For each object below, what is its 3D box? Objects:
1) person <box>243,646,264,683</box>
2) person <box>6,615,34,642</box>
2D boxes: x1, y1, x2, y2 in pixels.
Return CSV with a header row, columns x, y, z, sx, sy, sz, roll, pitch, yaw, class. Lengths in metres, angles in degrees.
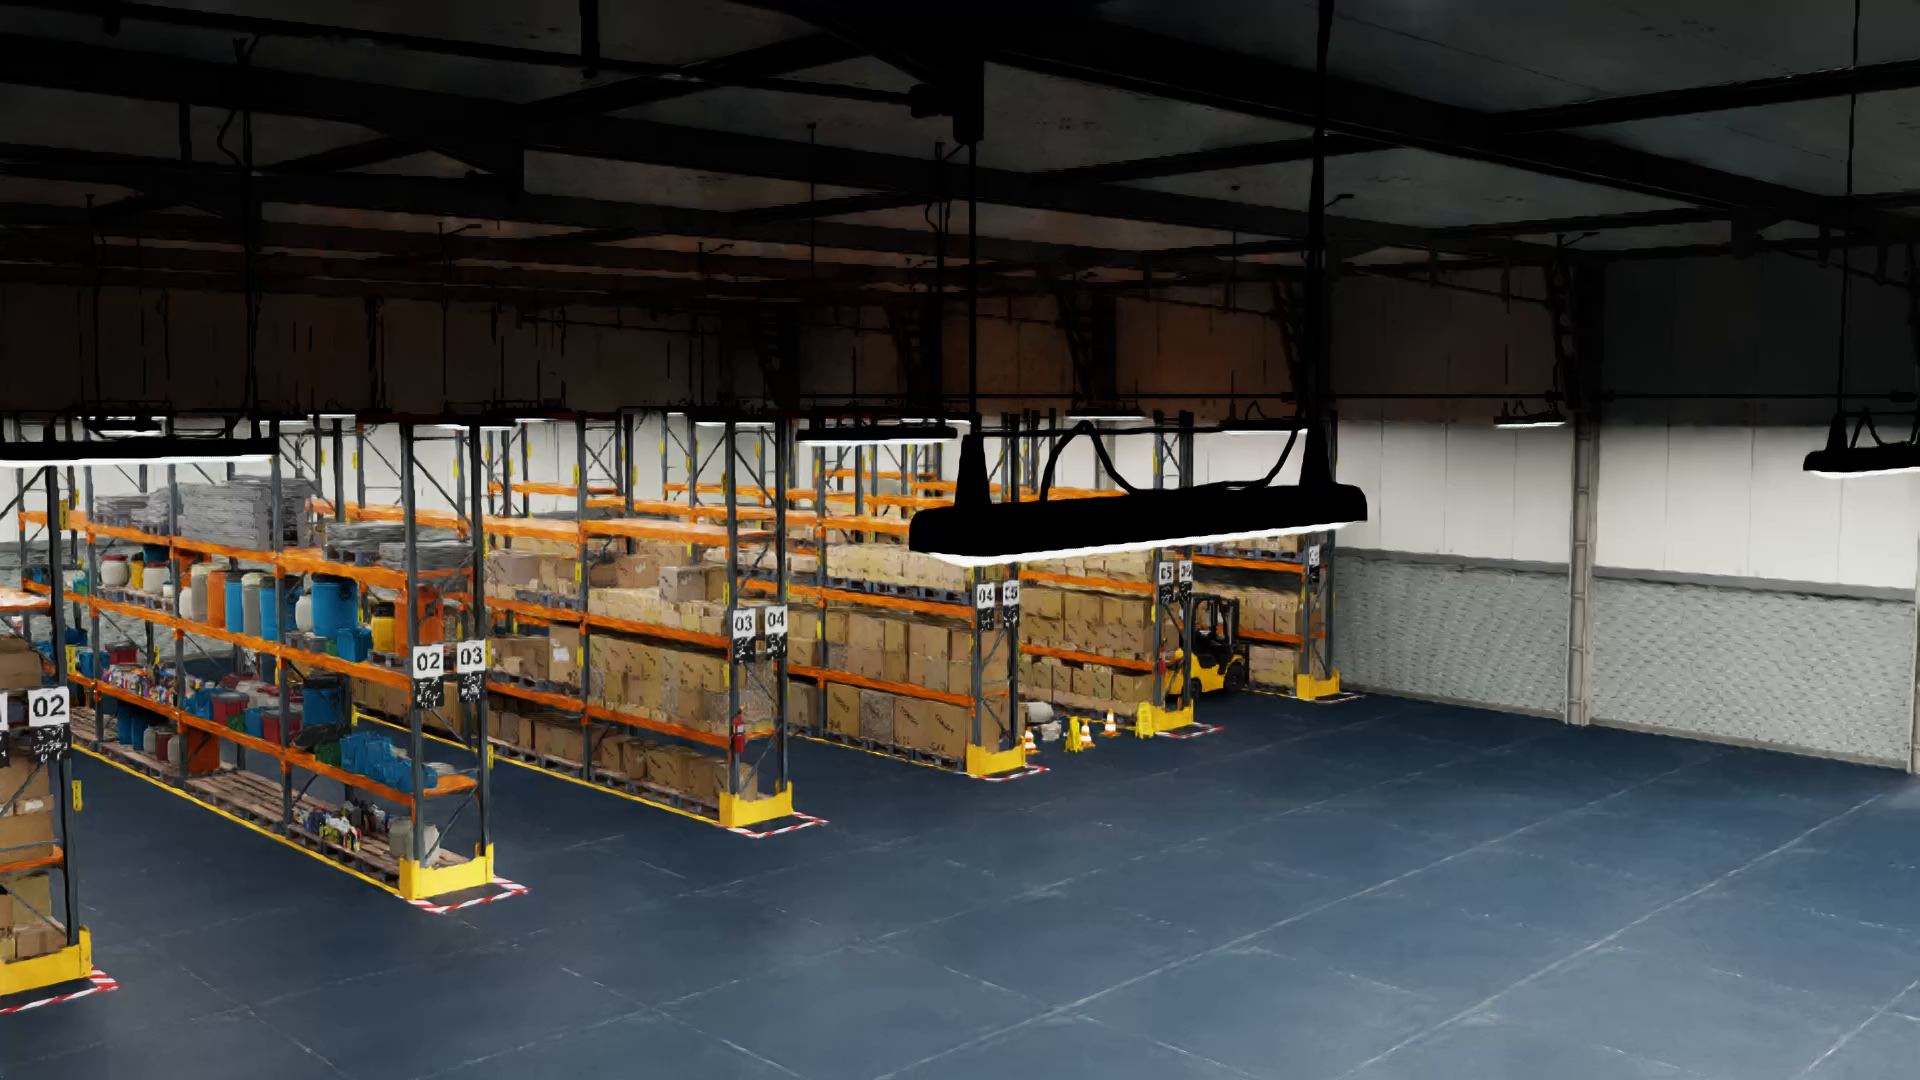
x,y,z,sx,sy,sz,roll,pitch,yaw,class
-14.410,2.551,33.933,0.492,1.666,0.646,-4,6,-40,person
-19.879,2.424,35.153,0.596,1.738,0.988,-2,5,-23,person
